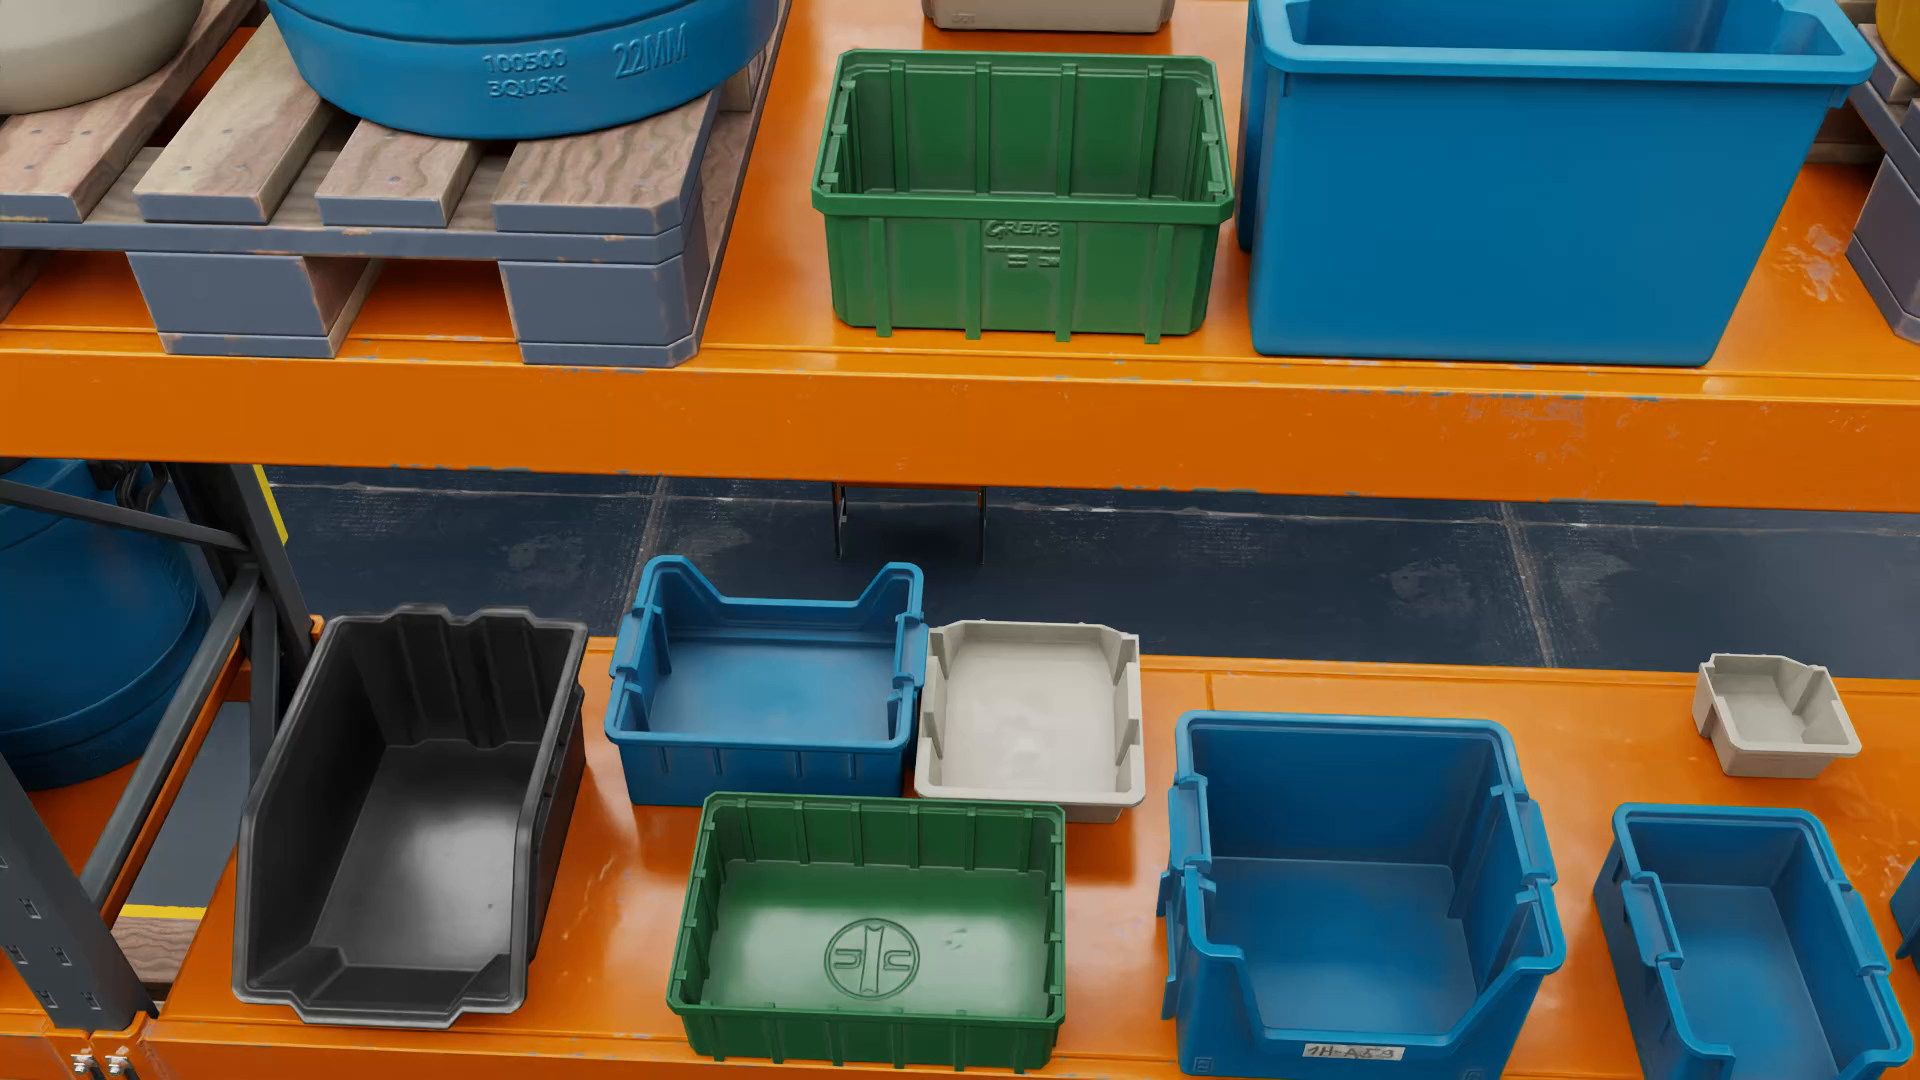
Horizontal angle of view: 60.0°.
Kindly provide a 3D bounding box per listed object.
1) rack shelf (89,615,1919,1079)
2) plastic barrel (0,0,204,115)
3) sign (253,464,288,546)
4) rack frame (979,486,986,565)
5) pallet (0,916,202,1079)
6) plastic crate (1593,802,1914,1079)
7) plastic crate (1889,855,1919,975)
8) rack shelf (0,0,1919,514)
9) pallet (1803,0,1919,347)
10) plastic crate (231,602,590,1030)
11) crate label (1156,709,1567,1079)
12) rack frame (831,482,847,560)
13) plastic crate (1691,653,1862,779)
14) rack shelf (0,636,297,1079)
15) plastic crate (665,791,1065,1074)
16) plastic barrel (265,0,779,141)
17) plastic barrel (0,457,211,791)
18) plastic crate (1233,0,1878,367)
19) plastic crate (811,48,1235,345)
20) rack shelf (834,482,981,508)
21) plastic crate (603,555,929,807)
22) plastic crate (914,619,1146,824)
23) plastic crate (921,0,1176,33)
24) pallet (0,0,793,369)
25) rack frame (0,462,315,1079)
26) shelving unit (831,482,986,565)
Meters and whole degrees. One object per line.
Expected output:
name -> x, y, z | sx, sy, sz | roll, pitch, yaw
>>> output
rack shelf -> 0.507, 0.708, 3.317 | 4.000, 0.370, 1.077 | 2, 43, 2
plastic barrel -> -1.070, -0.762, 1.776 | 0.421, 0.512, 0.421 | 0, 43, 0
sign -> -1.456, -0.092, 3.445 | 0.005, 0.325, 0.100 | 2, 43, 2
rack frame -> 0.078, -0.437, 5.338 | 0.015, 1.200, 0.240 | 2, 43, 2
pallet -> -2.278, 1.406, 4.086 | 1.213, 0.211, 1.003 | 2, 43, 2
plastic crate -> 1.343, 0.725, 2.880 | 0.408, 0.251, 0.499 | 2, 43, 2
plastic crate -> 1.991, 0.749, 2.854 | 0.616, 0.251, 0.499 | 2, 43, 2
rack shelf -> 0.507, -0.389, 2.295 | 4.000, 0.370, 1.077 | 2, 43, 2
pallet -> 1.682, -0.614, 2.147 | 1.213, 0.211, 1.003 | 2, 43, 2
plastic crate -> -0.974, 0.509, 3.049 | 0.504, 0.338, 0.767 | 2, 43, 2
crate label -> 0.654, 0.621, 2.857 | 0.616, 0.435, 0.502 | 2, 43, 2
rack frame -> -0.409, -0.452, 5.355 | 0.015, 1.200, 0.240 | 2, 43, 2
plastic crate -> 1.625, 0.356, 3.360 | 0.250, 0.136, 0.298 | 2, 43, 2
rack shelf -> -3.489, 0.585, 3.449 | 4.000, 0.370, 1.077 | 2, 43, 2
plastic crate -> -0.148, 0.695, 2.959 | 0.662, 0.188, 0.450 | 2, 43, 2
plastic barrel -> -0.502, -0.948, 1.690 | 0.708, 0.901, 0.600 | 2, 43, 2
plastic barrel -> -1.864, -0.018, 3.201 | 0.708, 0.901, 0.600 | 2, 43, 2
plastic crate -> 0.586, -0.439, 1.832 | 0.575, 0.384, 0.392 | 2, 43, 2
plastic crate -> 0.073, -0.403, 1.936 | 0.450, 0.188, 0.336 | 2, 43, 2
rack shelf -> -0.165, -0.250, 5.528 | 0.480, 0.148, 0.258 | 2, 43, 2
plastic crate -> -0.374, 0.287, 3.350 | 0.616, 0.251, 0.499 | 2, 43, 2
plastic crate -> 0.142, 0.357, 3.359 | 0.437, 0.136, 0.530 | 2, 43, 2
plastic crate -> 0.130, -0.844, 2.448 | 0.396, 0.136, 0.243 | 2, 43, 2
pallet -> -0.766, -0.689, 2.227 | 1.003, 0.211, 1.213 | 2, 43, 2
rack frame -> -1.491, 0.384, 3.138 | 0.127, 3.000, 1.000 | 2, 43, 2
shelving unit -> -0.165, -0.444, 5.346 | 0.503, 1.200, 0.258 | 2, 43, 2
